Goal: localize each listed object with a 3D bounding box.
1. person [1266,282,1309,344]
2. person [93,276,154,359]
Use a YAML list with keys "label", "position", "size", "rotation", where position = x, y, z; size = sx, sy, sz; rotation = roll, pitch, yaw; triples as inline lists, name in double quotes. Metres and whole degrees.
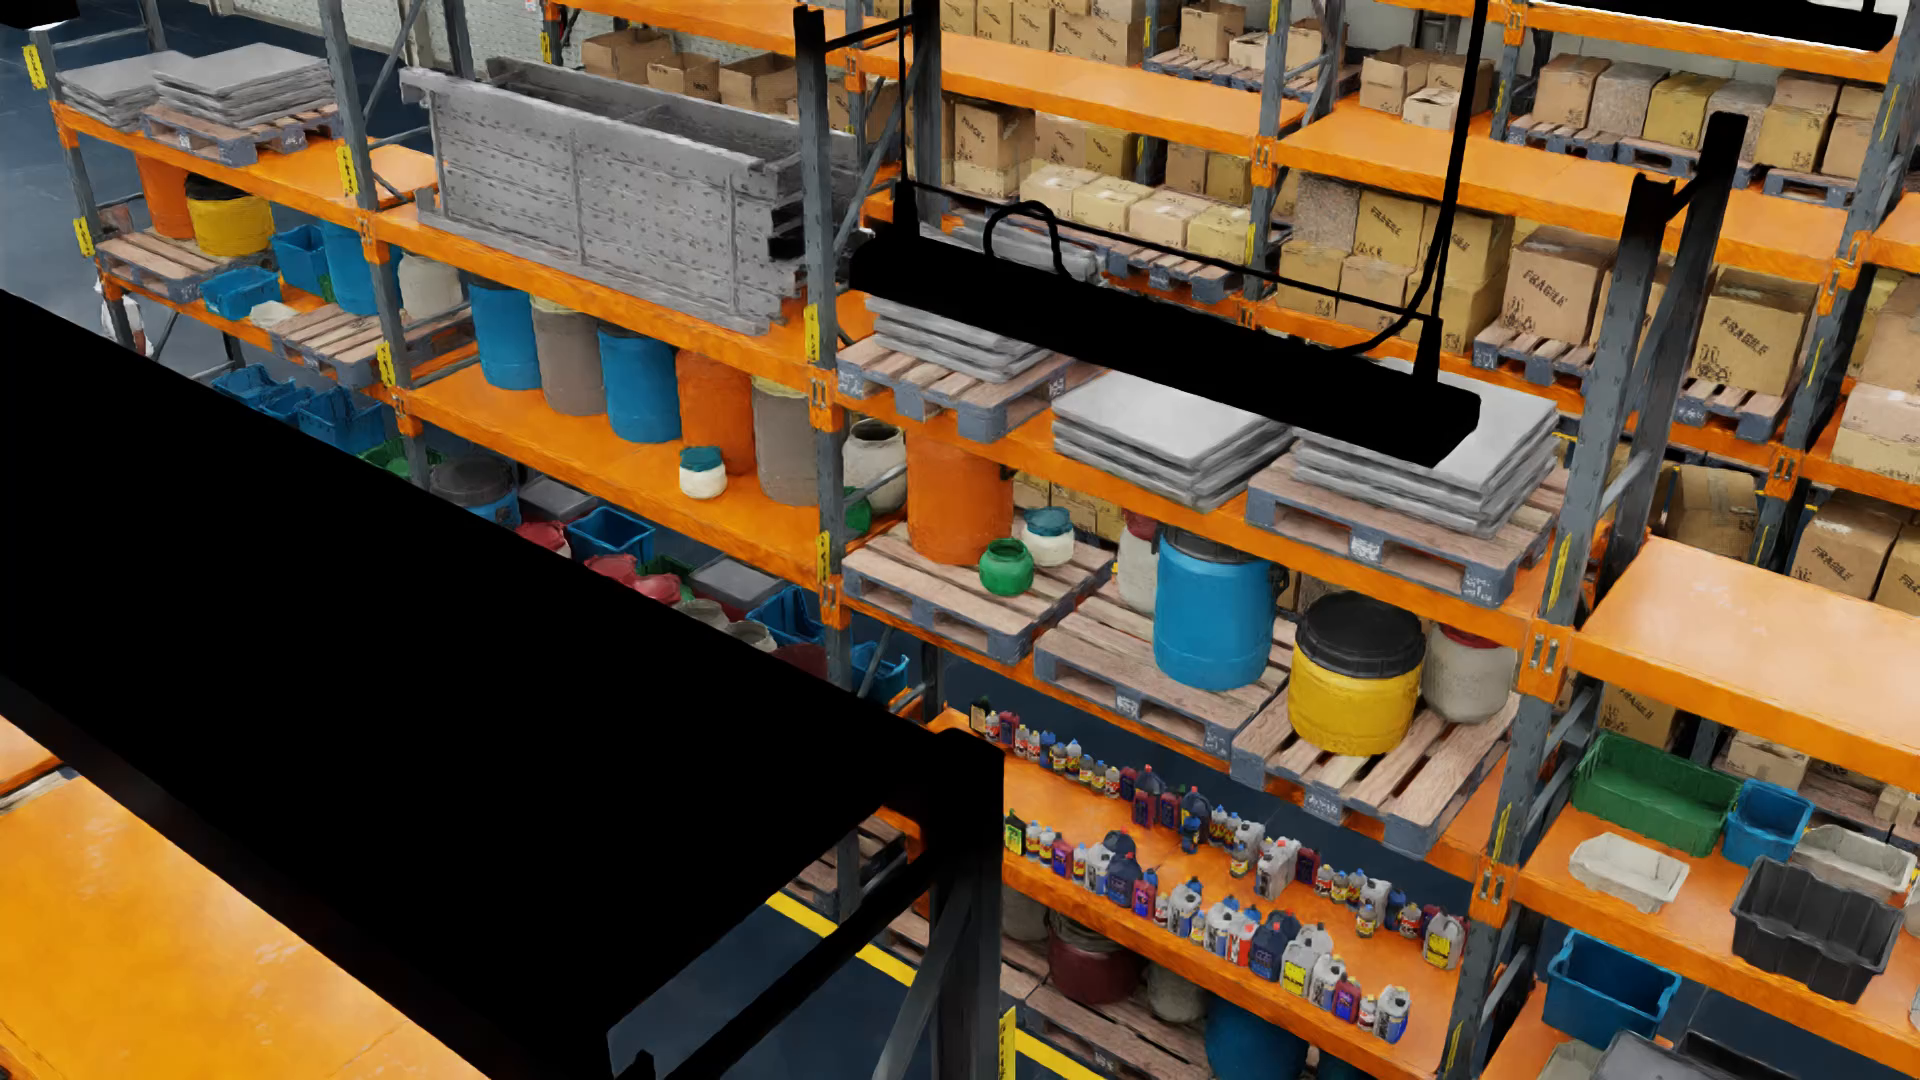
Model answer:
- label: "person"
  position: [3.210, -1.877, 16.869]
  size: [1.193, 1.509, 0.588]
  rotation: [20, 37, 30]
- label: "person"
  position: [-8.258, -1.847, 16.587]
  size: [0.509, 1.781, 0.658]
  rotation: [-26, 40, -36]
